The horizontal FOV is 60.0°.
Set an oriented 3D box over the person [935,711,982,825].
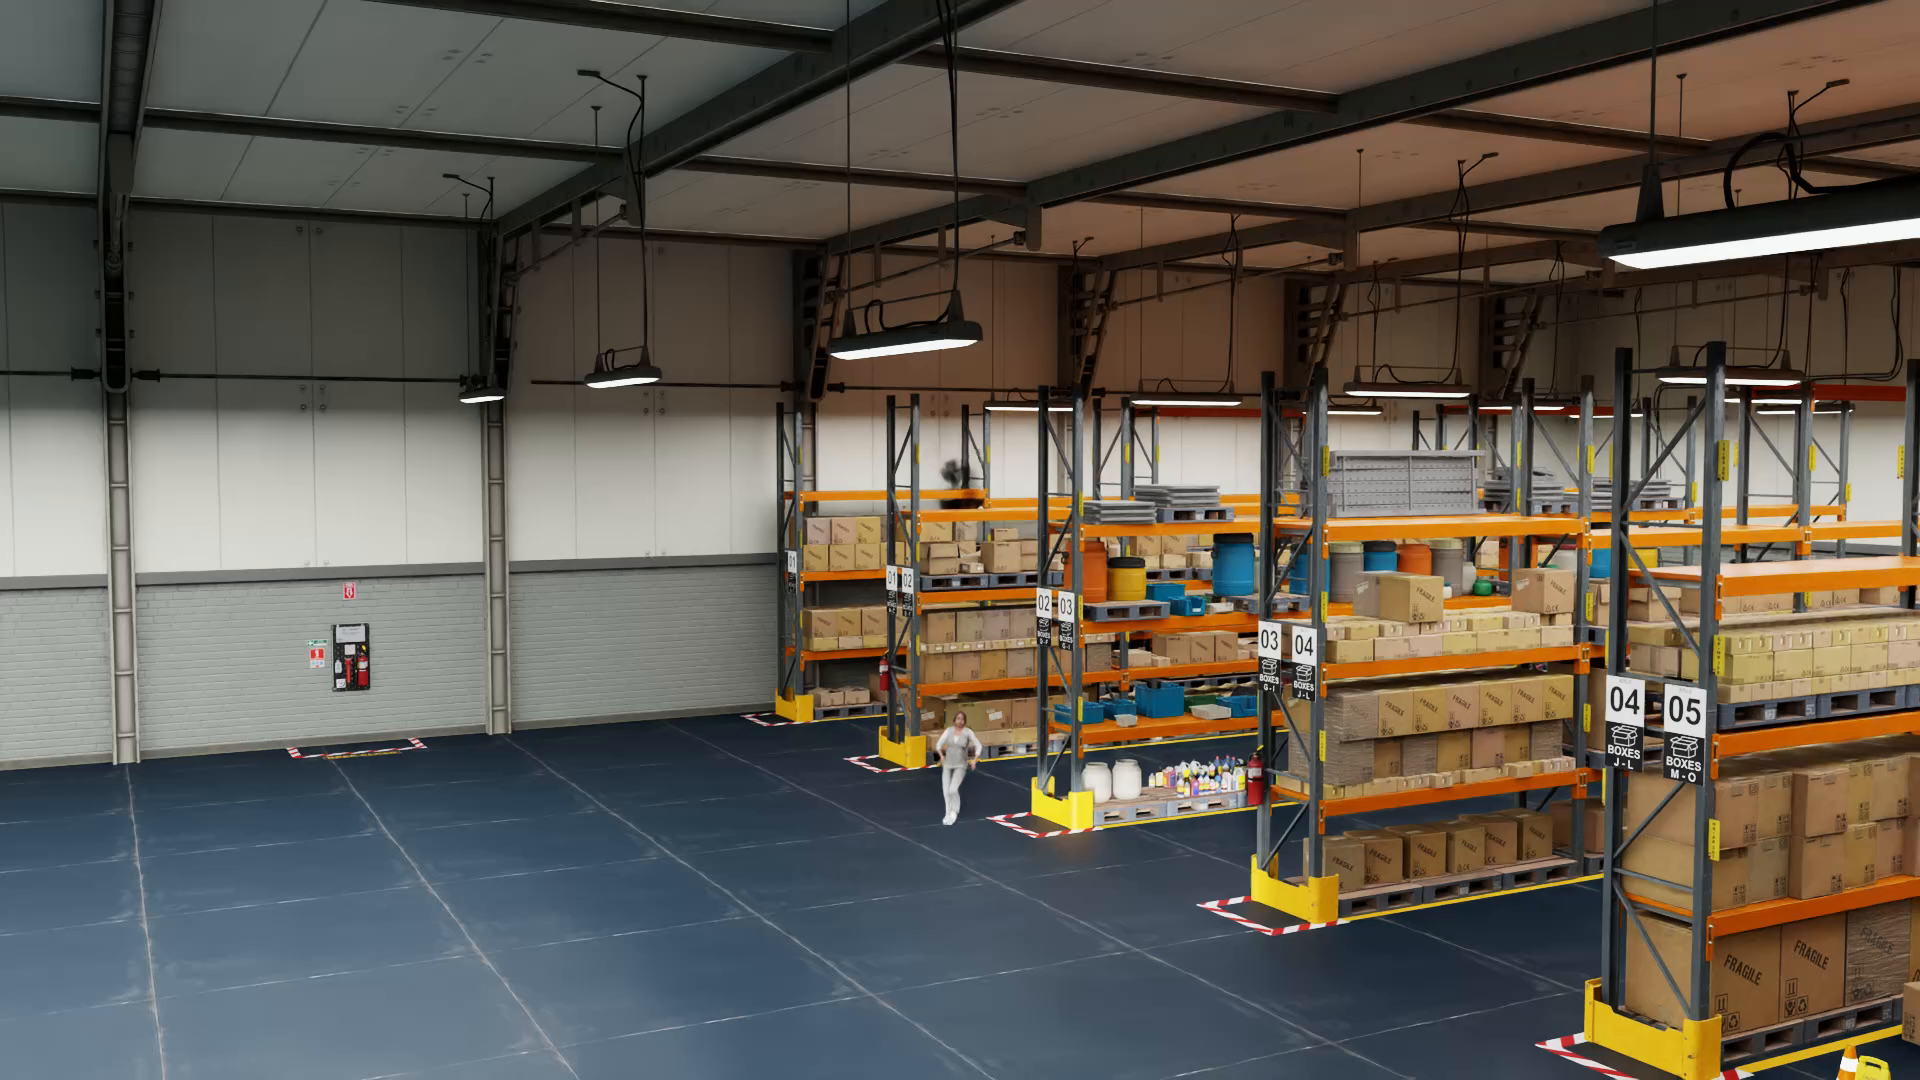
[{"bbox_3d":[-0.045,3.101,22.605,0.616,1.556,0.553,1,3,16],"label":"person"}]
